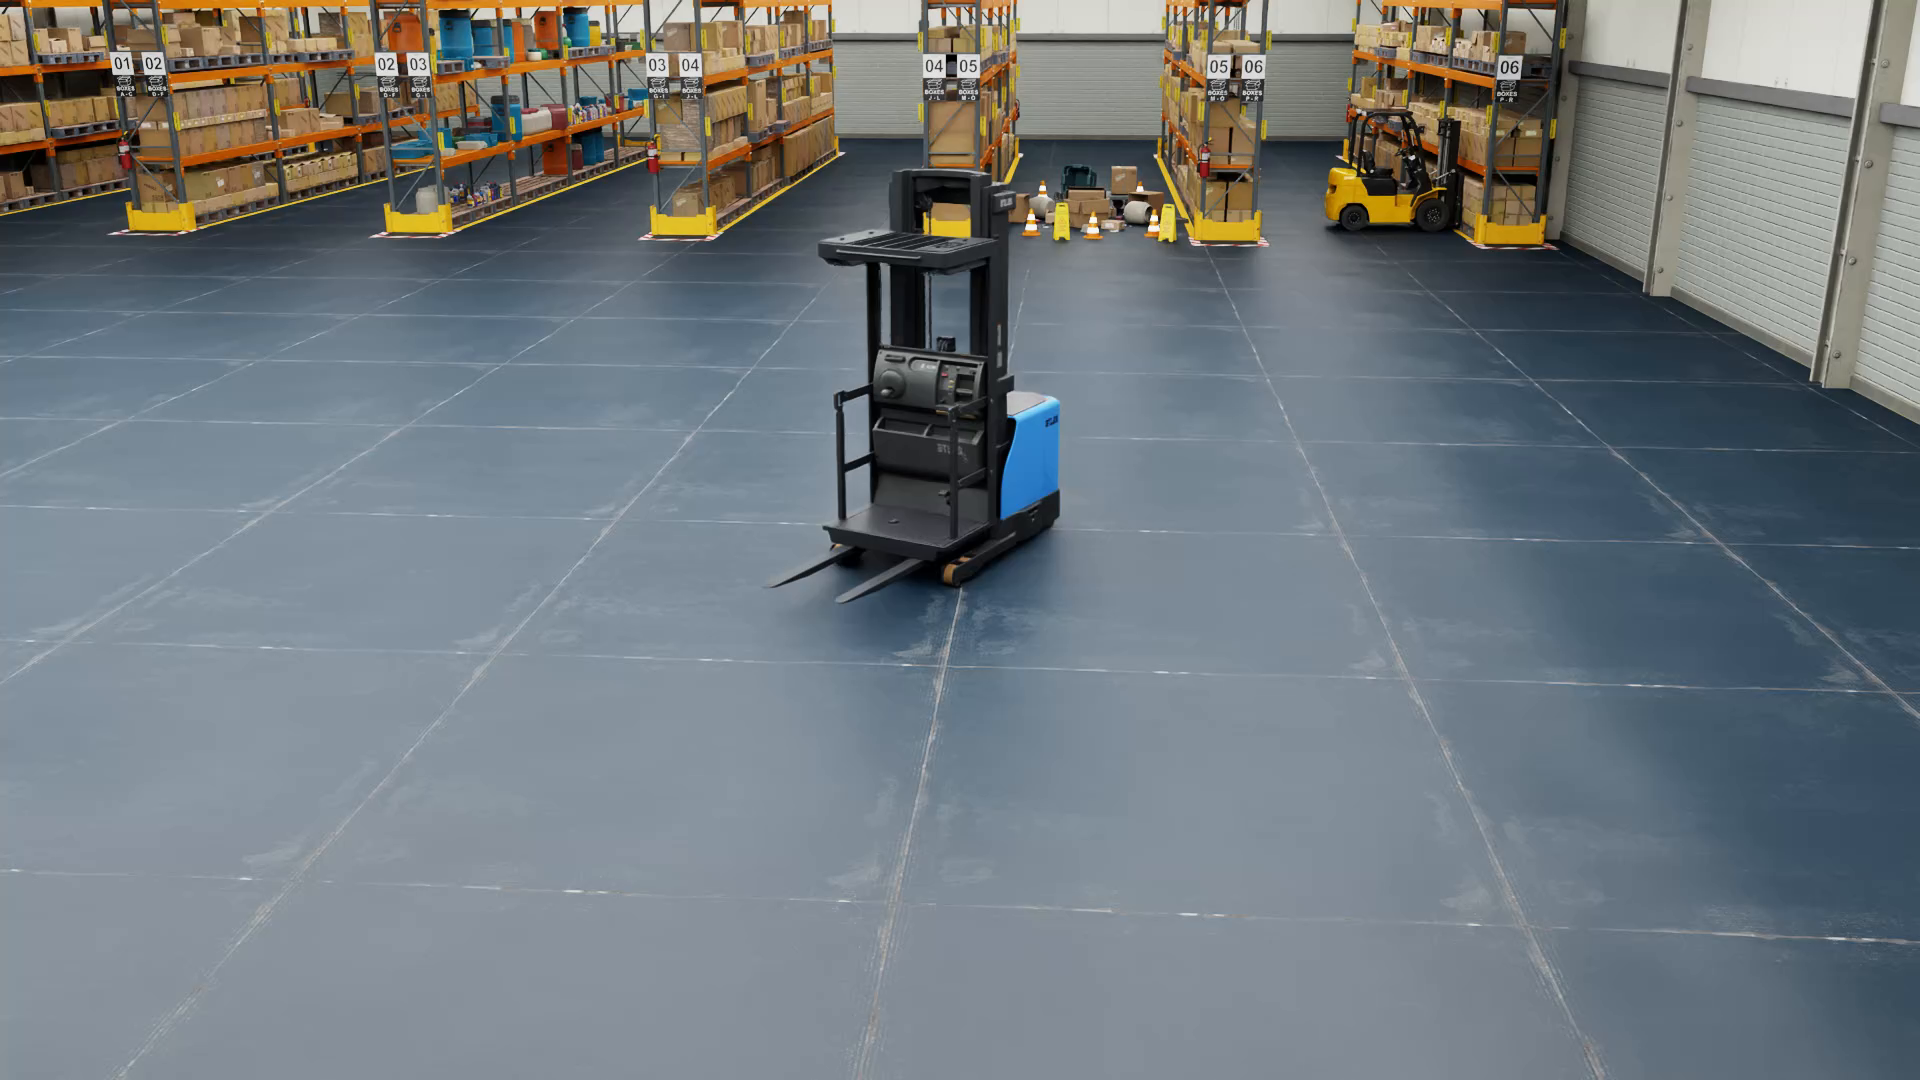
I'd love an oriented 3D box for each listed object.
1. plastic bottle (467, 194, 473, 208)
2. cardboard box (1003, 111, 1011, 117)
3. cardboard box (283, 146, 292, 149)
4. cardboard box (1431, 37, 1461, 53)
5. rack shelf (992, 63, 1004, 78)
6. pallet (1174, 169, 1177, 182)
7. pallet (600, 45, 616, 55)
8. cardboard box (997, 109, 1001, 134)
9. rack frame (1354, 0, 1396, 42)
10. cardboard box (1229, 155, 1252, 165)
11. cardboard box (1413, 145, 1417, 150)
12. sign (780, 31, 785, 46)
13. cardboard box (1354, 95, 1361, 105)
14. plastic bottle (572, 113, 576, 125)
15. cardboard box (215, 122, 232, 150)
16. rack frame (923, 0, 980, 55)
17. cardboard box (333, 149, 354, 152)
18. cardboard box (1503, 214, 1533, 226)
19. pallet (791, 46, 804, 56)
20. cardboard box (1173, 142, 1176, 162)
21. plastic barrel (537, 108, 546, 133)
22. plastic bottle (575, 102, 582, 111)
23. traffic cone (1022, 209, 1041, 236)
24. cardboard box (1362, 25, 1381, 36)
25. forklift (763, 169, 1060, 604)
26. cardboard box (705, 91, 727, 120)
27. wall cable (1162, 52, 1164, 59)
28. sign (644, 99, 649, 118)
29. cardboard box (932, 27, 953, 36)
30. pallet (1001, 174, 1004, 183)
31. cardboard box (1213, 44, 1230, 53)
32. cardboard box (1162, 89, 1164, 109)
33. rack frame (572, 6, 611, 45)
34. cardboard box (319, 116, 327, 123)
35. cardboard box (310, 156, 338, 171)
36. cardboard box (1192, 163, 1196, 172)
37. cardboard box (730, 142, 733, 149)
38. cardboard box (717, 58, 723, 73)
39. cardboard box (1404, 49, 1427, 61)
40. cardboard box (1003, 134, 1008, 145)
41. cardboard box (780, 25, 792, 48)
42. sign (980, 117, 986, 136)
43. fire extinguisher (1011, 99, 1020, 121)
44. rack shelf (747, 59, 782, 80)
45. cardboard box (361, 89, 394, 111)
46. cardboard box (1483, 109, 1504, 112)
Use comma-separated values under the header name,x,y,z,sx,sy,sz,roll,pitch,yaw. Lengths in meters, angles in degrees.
name,x,y,z,sx,sy,sz,roll,pitch,yaw
plastic bottle,-9.585,-6.626,32.504,0.097,0.271,0.097,0,18,0
cardboard box,1.062,-10.593,41.339,0.380,0.149,0.250,2,18,6
cardboard box,-18.746,-10.985,45.470,0.700,0.500,0.500,1,18,4
cardboard box,9.901,-10.057,33.791,0.500,0.311,0.500,1,18,2
rack shelf,0.285,-9.852,35.011,1.077,0.370,4.000,1,18,4
pallet,5.594,-8.607,39.350,1.003,0.211,1.213,1,18,4
pallet,-9.124,-11.975,40.637,1.213,0.211,1.003,1,18,4
cardboard box,0.627,-9.137,36.328,0.500,0.500,0.500,1,18,4
rack frame,10.897,-14.536,43.334,1.000,3.000,0.127,1,18,4
cardboard box,5.030,-6.808,29.785,0.380,0.149,0.250,1,18,4
cardboard box,10.711,-9.079,38.611,0.380,0.149,0.250,1,18,4
sign,-3.971,-11.190,37.109,0.100,0.325,0.005,1,18,4
cardboard box,10.560,-11.464,43.356,0.500,0.250,0.500,1,18,5
plastic bottle,-9.065,-9.854,38.879,0.152,0.276,0.135,1,18,4
cardboard box,-14.811,-7.943,32.685,0.700,0.500,0.500,2,18,6
rack frame,-0.145,-9.756,28.745,1.000,3.000,0.127,1,18,4
cardboard box,-14.560,-9.071,39.597,0.500,0.500,0.500,2,18,6
cardboard box,9.981,-5.757,29.918,0.500,0.250,0.500,1,18,4
pallet,-4.242,-11.823,40.177,0.805,0.209,1.217,1,18,2
cardboard box,5.811,-9.728,41.733,0.875,0.438,0.875,1,18,3
plastic barrel,-9.343,-9.240,36.627,0.421,0.512,0.421,0,18,0
plastic bottle,-9.517,-10.747,41.482,0.144,0.351,0.185,1,18,4
traffic cone,1.309,-5.833,30.481,0.336,0.463,0.334,1,18,4
cardboard box,10.537,-12.973,42.339,0.500,0.250,0.500,1,18,3
forklift,-0.344,-1.210,12.409,1.130,2.935,3.031,10,21,28
cardboard box,-4.697,-8.186,31.345,0.500,0.500,0.500,1,18,4
wall cable,6.327,-14.045,49.786,0.585,1.953,0.123,1,18,4
sign,-5.638,-7.766,29.940,0.100,0.325,0.005,1,18,4
cardboard box,-0.333,-9.502,31.074,0.380,0.149,0.250,1,18,4
pallet,0.486,-8.307,38.437,1.003,0.211,1.213,1,18,4
cardboard box,4.586,-8.702,29.468,0.380,0.149,0.250,2,18,5
cardboard box,5.625,-11.700,44.152,0.500,0.500,0.500,1,18,3
rack frame,-9.165,-13.736,40.890,1.000,3.000,0.127,1,18,4
cardboard box,-14.650,-9.438,37.553,0.500,0.311,0.500,1,18,3
cardboard box,-14.254,-8.427,37.165,0.500,0.311,0.500,1,18,4
cardboard box,4.654,-7.168,31.976,0.380,0.149,0.250,2,18,7
cardboard box,-4.660,-7.710,32.538,0.380,0.149,0.250,1,18,4
cardboard box,-4.723,-8.859,31.067,0.500,0.250,0.500,1,18,4
cardboard box,10.119,-10.720,36.745,0.500,0.250,0.500,1,18,2
cardboard box,0.914,-9.763,40.537,0.500,0.250,0.500,1,18,2
cardboard box,-4.387,-11.841,39.085,0.797,0.503,0.637,1,18,3
sign,0.408,-7.340,29.489,0.100,0.325,0.005,1,18,4
fire extinguisher,1.480,-11.728,45.122,0.296,0.674,0.183,1,18,4
rack shelf,-4.655,-9.994,35.445,1.077,0.370,4.000,1,18,4
cardboard box,-14.171,-10.693,40.406,0.700,0.500,0.500,-3,18,-10
cardboard box,10.251,-8.190,31.922,0.380,0.149,0.250,1,18,3
